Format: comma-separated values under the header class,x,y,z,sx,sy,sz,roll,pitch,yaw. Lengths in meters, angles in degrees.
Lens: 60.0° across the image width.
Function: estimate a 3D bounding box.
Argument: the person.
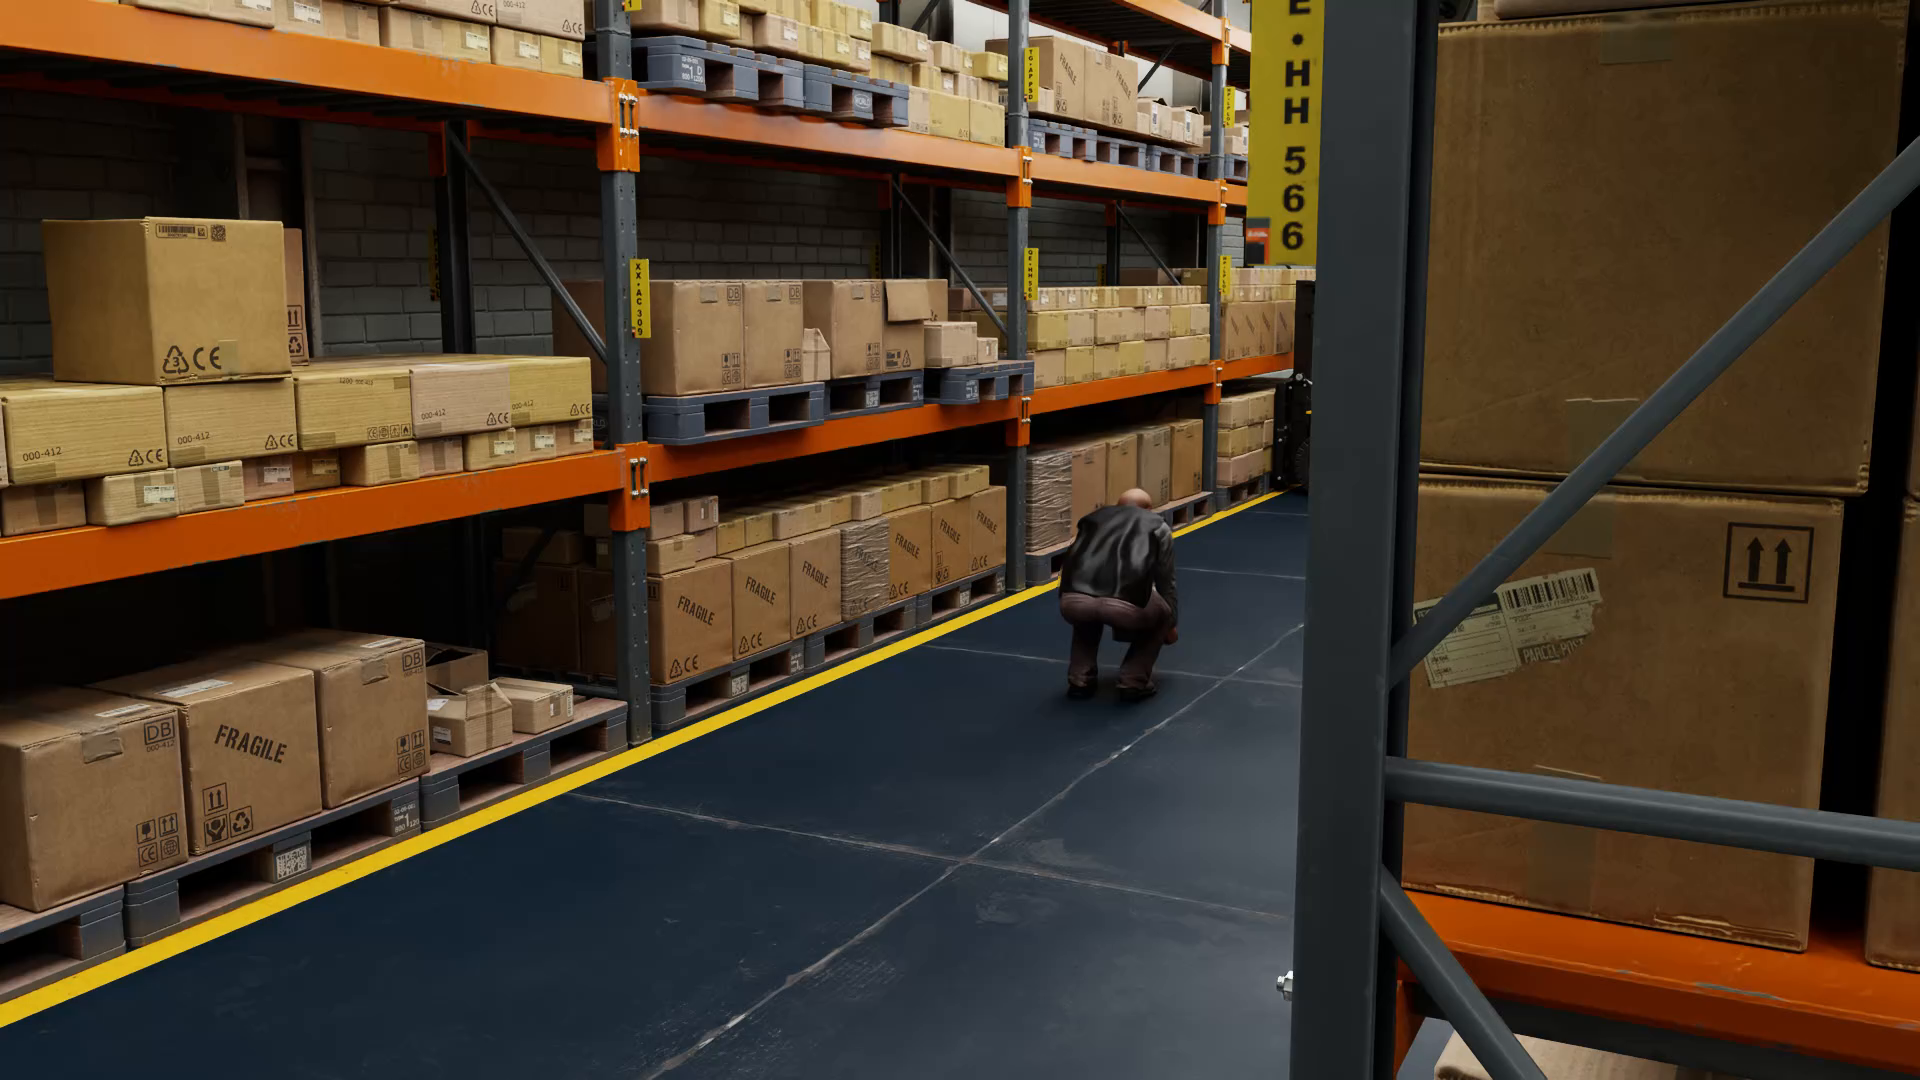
class,x,y,z,sx,sy,sz,roll,pitch,yaw
person,0.776,0.272,8.162,0.501,0.972,0.868,4,10,25
